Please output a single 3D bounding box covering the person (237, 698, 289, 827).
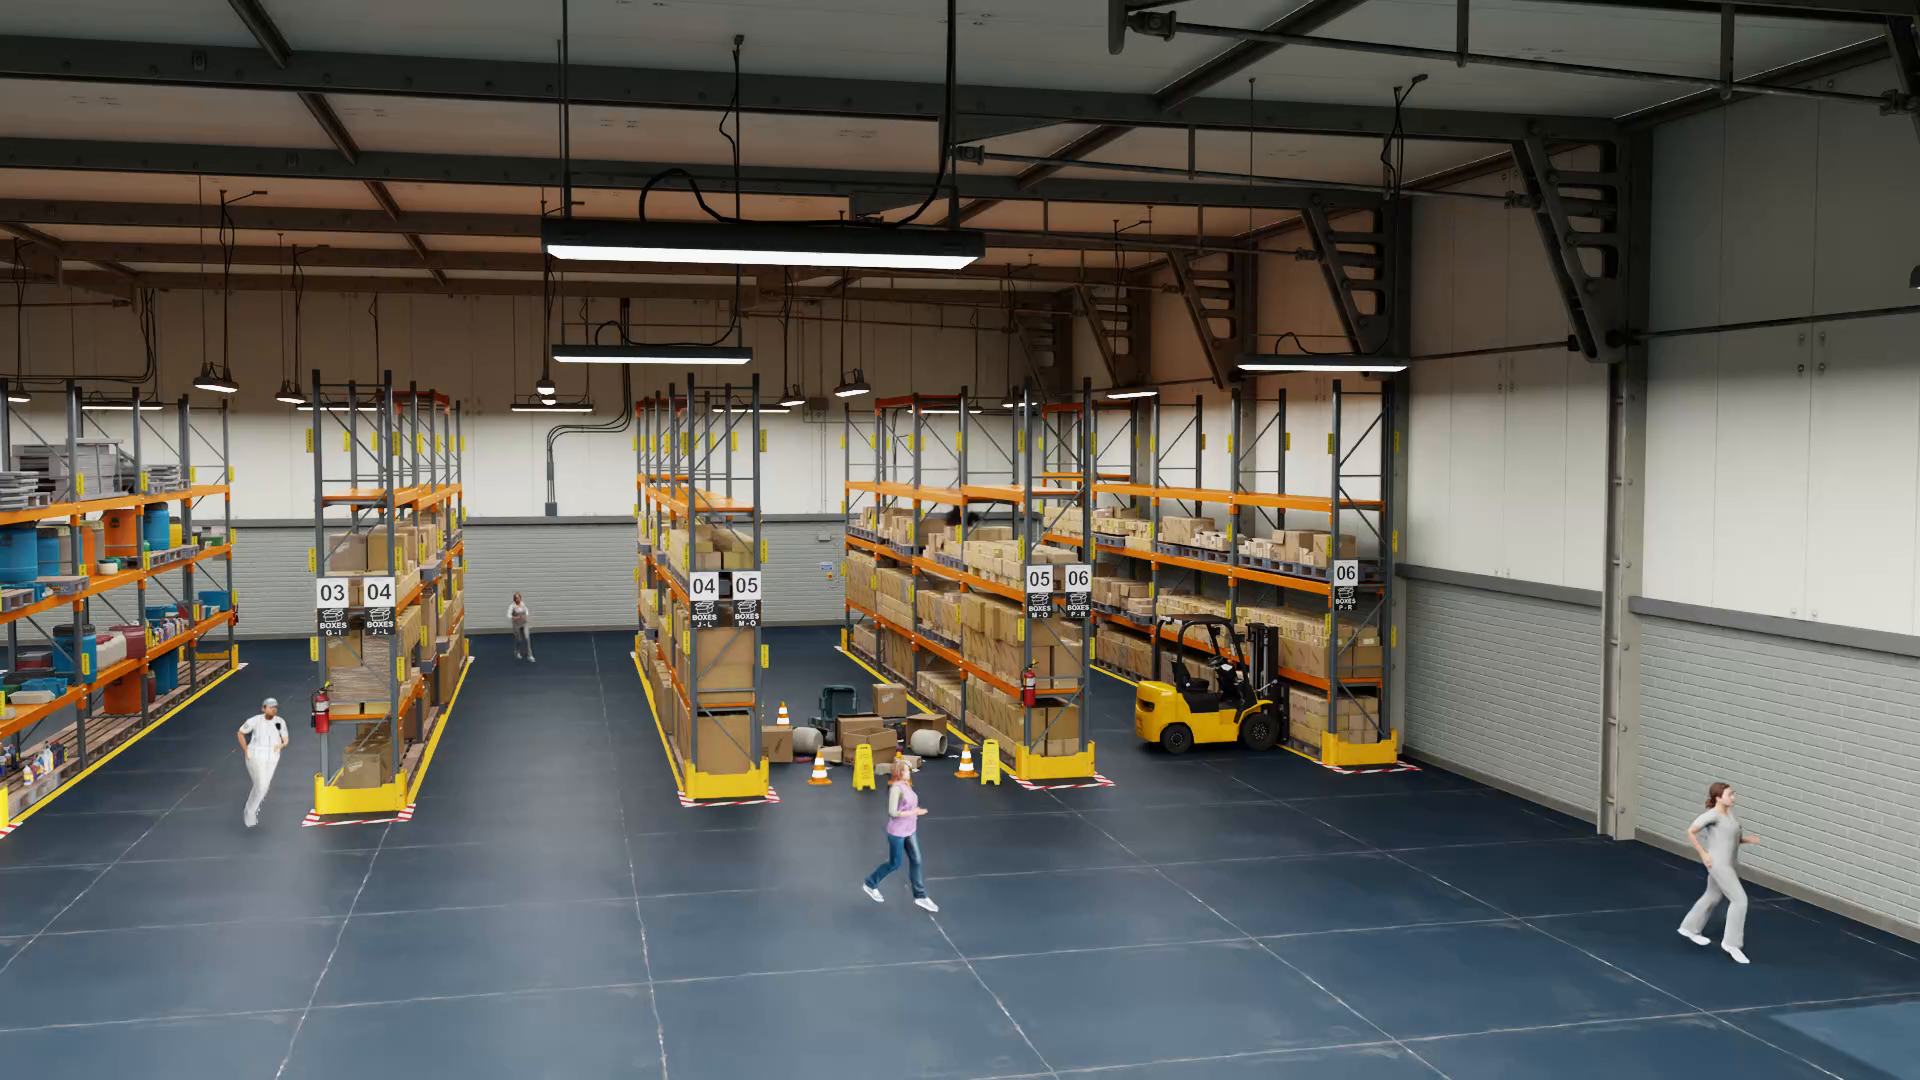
[{"bbox_3d":[-9.199,2.926,21.997,0.619,1.668,0.618,3,4,42],"label":"person"}]

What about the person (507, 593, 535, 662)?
[{"bbox_3d":[-10.124,1.989,38.133,0.563,1.570,0.865,-2,4,-35],"label":"person"}]

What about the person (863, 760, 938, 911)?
[{"bbox_3d":[-0.645,3.158,17.807,0.851,1.592,0.535,1,4,23],"label":"person"}]

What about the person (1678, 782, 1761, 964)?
[{"bbox_3d":[7.416,3.225,16.261,0.763,1.729,0.538,3,4,41],"label":"person"}]
